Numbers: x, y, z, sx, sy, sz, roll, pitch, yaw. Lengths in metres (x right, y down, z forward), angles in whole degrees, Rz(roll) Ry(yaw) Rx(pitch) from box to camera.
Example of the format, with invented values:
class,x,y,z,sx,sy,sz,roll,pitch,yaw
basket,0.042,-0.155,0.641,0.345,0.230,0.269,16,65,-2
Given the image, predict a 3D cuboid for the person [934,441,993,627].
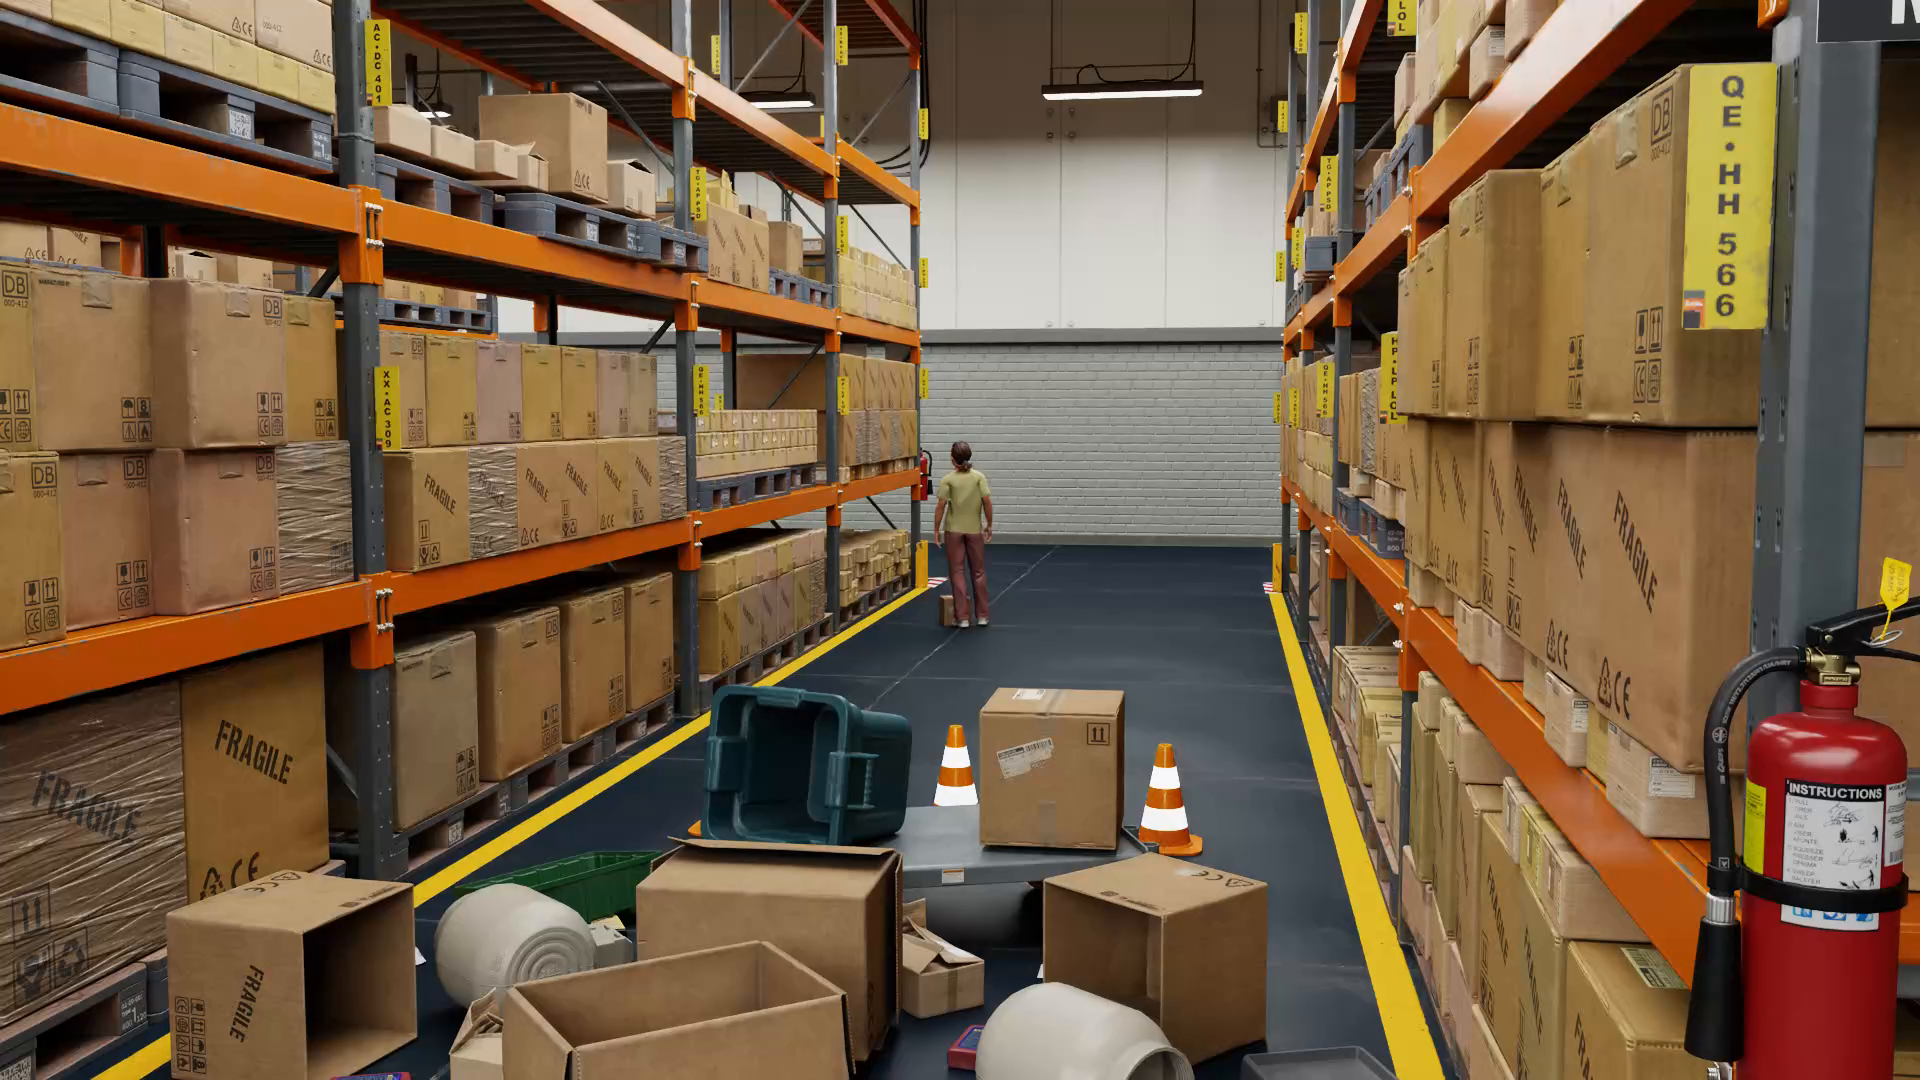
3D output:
class,x,y,z,sx,sy,sz,roll,pitch,yaw
person,0.025,-0.051,14.958,0.554,1.662,0.547,-1,5,-10
